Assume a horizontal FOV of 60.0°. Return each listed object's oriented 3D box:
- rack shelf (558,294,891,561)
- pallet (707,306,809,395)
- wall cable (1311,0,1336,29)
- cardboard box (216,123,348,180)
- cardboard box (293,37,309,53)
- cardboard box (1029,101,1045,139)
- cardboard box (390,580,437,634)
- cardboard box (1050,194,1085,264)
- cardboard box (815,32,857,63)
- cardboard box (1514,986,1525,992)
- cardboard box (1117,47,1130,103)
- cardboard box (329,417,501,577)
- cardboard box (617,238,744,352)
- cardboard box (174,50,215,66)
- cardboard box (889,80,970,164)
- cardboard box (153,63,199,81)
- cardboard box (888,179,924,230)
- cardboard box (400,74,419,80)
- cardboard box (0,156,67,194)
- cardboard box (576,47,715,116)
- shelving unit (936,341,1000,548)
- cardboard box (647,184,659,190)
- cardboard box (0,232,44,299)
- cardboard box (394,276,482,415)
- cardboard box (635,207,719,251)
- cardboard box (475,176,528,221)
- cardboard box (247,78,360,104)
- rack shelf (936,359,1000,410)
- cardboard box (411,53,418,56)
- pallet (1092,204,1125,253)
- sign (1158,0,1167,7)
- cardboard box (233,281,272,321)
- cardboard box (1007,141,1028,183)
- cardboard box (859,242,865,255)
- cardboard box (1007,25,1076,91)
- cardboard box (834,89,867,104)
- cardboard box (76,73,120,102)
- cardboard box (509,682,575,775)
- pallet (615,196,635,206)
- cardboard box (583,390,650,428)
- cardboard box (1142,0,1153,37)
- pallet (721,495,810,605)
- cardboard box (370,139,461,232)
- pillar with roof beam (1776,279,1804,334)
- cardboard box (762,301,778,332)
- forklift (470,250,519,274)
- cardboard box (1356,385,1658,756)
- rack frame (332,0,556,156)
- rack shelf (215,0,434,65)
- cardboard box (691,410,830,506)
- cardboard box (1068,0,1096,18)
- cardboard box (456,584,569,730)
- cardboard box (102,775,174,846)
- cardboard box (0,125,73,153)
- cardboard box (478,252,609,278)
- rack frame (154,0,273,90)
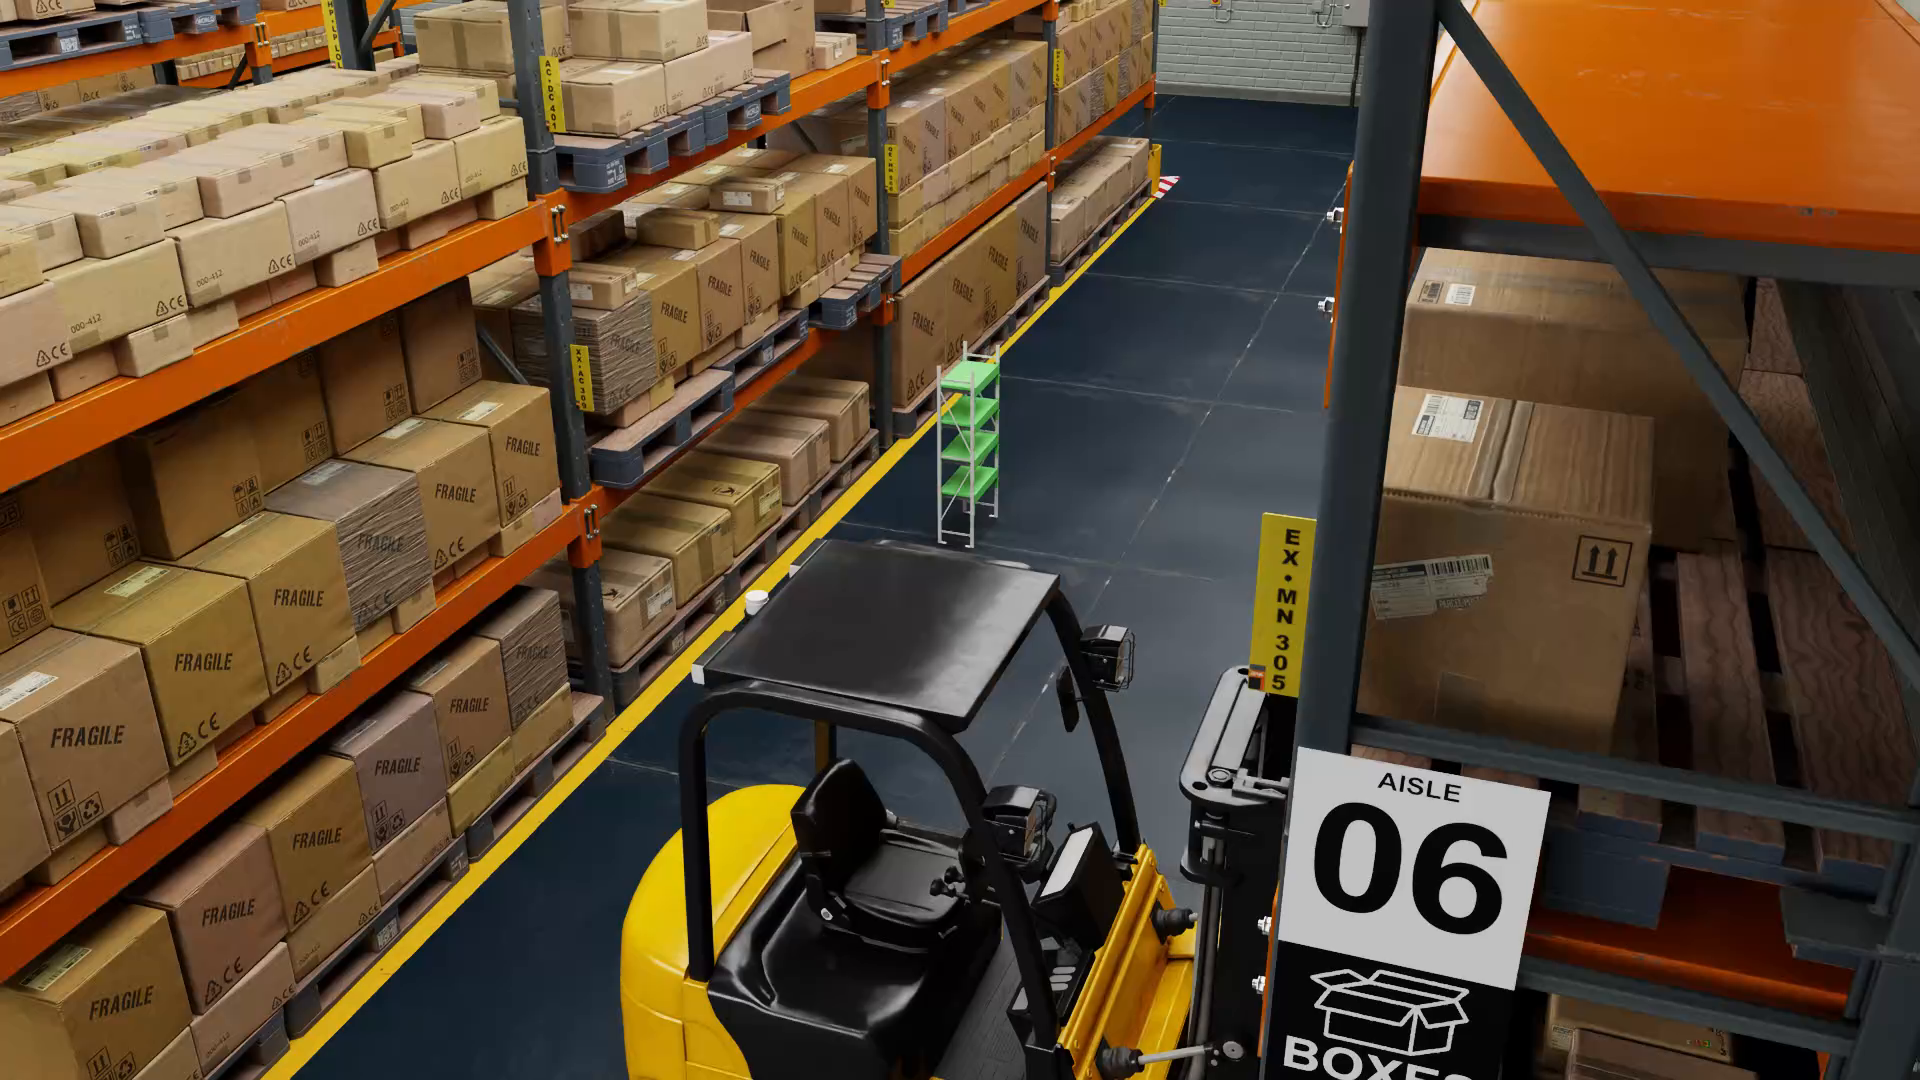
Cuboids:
[{"bbox_3d":[-1.647,-0.953,10.101,1.077,0.370,4.000,9,27,17],"label":"rack shelf"},{"bbox_3d":[-1.602,-1.192,9.991,1.003,0.211,1.213,9,27,17],"label":"pallet"},{"bbox_3d":[4.876,-7.963,22.588,0.588,1.984,0.122,9,27,17],"label":"wall cable"},{"bbox_3d":[-2.544,-1.458,6.251,0.380,0.149,0.250,8,27,16],"label":"cardboard box"},{"bbox_3d":[-7.982,-5.888,19.756,0.380,0.149,0.250,9,27,18],"label":"cardboard box"},{"bbox_3d":[0.432,-3.683,14.513,0.500,0.250,0.500,9,27,17],"label":"cardboard box"},{"bbox_3d":[-2.467,0.253,7.074,0.380,0.149,0.250,8,27,17],"label":"cardboard box"},{"bbox_3d":[0.659,-3.020,16.004,0.875,0.438,0.875,8,27,17],"label":"cardboard box"},{"bbox_3d":[-0.889,-3.175,10.712,0.380,0.149,0.250,9,27,17],"label":"cardboard box"},{"bbox_3d":[1.226,0.950,4.145,0.380,0.149,0.250,9,27,18],"label":"cardboard box"},{"bbox_3d":[1.426,-4.777,17.060,0.500,0.500,0.500,10,27,19],"label":"cardboard box"},{"bbox_3d":[-2.391,-0.202,7.269,0.500,0.500,0.500,10,27,19],"label":"cardboard box"},{"bbox_3d":[-1.543,-1.381,9.221,0.500,0.500,0.500,9,27,17],"label":"cardboard box"},{"bbox_3d":[-8.592,-5.401,18.293,0.500,0.250,0.500,8,27,16],"label":"cardboard box"},{"bbox_3d":[-0.244,-3.176,12.606,0.500,0.500,0.500,10,27,19],"label":"cardboard box"},{"bbox_3d":[-8.584,-5.139,18.211,0.380,0.149,0.250,9,27,18],"label":"cardboard box"},{"bbox_3d":[-0.580,-2.428,11.921,0.500,0.250,0.500,9,27,17],"label":"cardboard box"},{"bbox_3d":[-4.736,-4.033,14.762,0.380,0.149,0.250,8,27,15],"label":"cardboard box"},{"bbox_3d":[-3.331,-1.223,5.766,0.380,0.149,0.250,9,27,19],"label":"cardboard box"},{"bbox_3d":[-1.572,-2.317,8.341,0.500,0.250,0.500,8,27,17],"label":"cardboard box"},{"bbox_3d":[0.055,-0.608,10.629,0.258,1.200,0.503,9,27,17],"label":"shelving unit"},{"bbox_3d":[-3.535,-3.966,18.289,0.380,0.149,0.250,8,27,16],"label":"cardboard box"},{"bbox_3d":[-2.969,-0.815,4.923,0.380,0.149,0.250,9,27,17],"label":"cardboard box"},{"bbox_3d":[-2.664,-0.934,7.634,0.700,0.500,0.500,8,27,17],"label":"cardboard box"},{"bbox_3d":[-1.558,-1.718,9.173,0.380,0.149,0.250,10,28,20],"label":"cardboard box"},{"bbox_3d":[-2.130,-1.517,7.288,0.380,0.149,0.250,9,27,18],"label":"cardboard box"},{"bbox_3d":[-2.784,-1.857,7.075,0.380,0.149,0.250,10,27,19],"label":"cardboard box"},{"bbox_3d":[0.055,-0.983,10.448,0.258,0.148,0.480,9,27,17],"label":"rack shelf"},{"bbox_3d":[-5.004,-4.551,15.832,0.380,0.149,0.250,10,27,19],"label":"cardboard box"},{"bbox_3d":[1.080,-3.291,17.305,1.003,0.211,1.213,9,27,17],"label":"pallet"},{"bbox_3d":[2.188,-5.929,17.953,0.100,0.325,0.005,9,27,17],"label":"sign"},{"bbox_3d":[-2.735,-0.896,6.005,0.380,0.149,0.250,8,27,17],"label":"cardboard box"},{"bbox_3d":[0.267,-3.245,14.181,0.500,0.250,0.500,8,27,17],"label":"cardboard box"},{"bbox_3d":[-0.869,-2.005,11.256,0.380,0.149,0.250,10,28,19],"label":"cardboard box"},{"bbox_3d":[0.736,-4.398,15.129,0.500,0.500,0.500,9,27,18],"label":"cardboard box"},{"bbox_3d":[-0.893,-3.056,12.357,0.500,0.500,0.500,9,27,18],"label":"cardboard box"},{"bbox_3d":[-9.065,-4.790,17.086,0.500,0.500,0.500,10,27,19],"label":"cardboard box"},{"bbox_3d":[-2.256,0.876,8.172,0.500,0.250,0.500,10,28,20],"label":"cardboard box"},{"bbox_3d":[-4.162,-3.444,17.622,1.003,0.211,1.213,9,27,17],"label":"pallet"},{"bbox_3d":[-1.831,-0.712,8.584,0.380,0.149,0.250,9,27,18],"label":"cardboard box"},{"bbox_3d":[1.745,-5.648,17.711,0.500,0.500,0.500,10,27,19],"label":"cardboard box"},{"bbox_3d":[-1.651,-0.023,10.554,1.003,0.211,1.213,9,27,17],"label":"pallet"},{"bbox_3d":[-2.373,-1.443,6.676,0.500,0.250,0.500,8,27,17],"label":"cardboard box"},{"bbox_3d":[0.057,-4.038,8.764,9.100,9.000,0.400,9,27,17],"label":"pillar with roof beam"},{"bbox_3d":[-1.310,-1.357,9.917,0.380,0.149,0.250,8,27,16],"label":"cardboard box"},{"bbox_3d":[-3.372,-1.986,11.489,3.031,2.935,1.130,-21,33,-36],"label":"forklift"},{"bbox_3d":[0.956,0.061,3.028,0.500,0.500,0.500,10,27,19],"label":"cardboard box"},{"bbox_3d":[-2.313,-3.155,6.939,1.000,3.000,0.127,9,27,17],"label":"rack frame"},{"bbox_3d":[-5.018,-4.623,14.239,1.077,0.370,4.000,9,27,17],"label":"rack shelf"},{"bbox_3d":[-1.417,-0.569,11.017,0.950,0.372,0.625,8,27,16],"label":"cardboard box"},{"bbox_3d":[1.071,-5.038,15.707,0.380,0.149,0.250,8,27,16],"label":"cardboard box"},{"bbox_3d":[-2.257,0.539,8.008,0.500,0.500,0.500,8,27,17],"label":"cardboard box"},{"bbox_3d":[-2.972,0.892,5.754,0.380,0.149,0.250,9,27,18],"label":"cardboard box"},{"bbox_3d":[-6.348,-2.457,11.121,0.700,0.500,0.500,8,27,17],"label":"cardboard box"},{"bbox_3d":[-2.212,-1.249,8.950,0.500,0.500,0.500,9,27,18],"label":"cardboard box"},{"bbox_3d":[-5.683,-2.775,13.038,1.000,3.000,0.127,9,27,17],"label":"rack frame"}]
